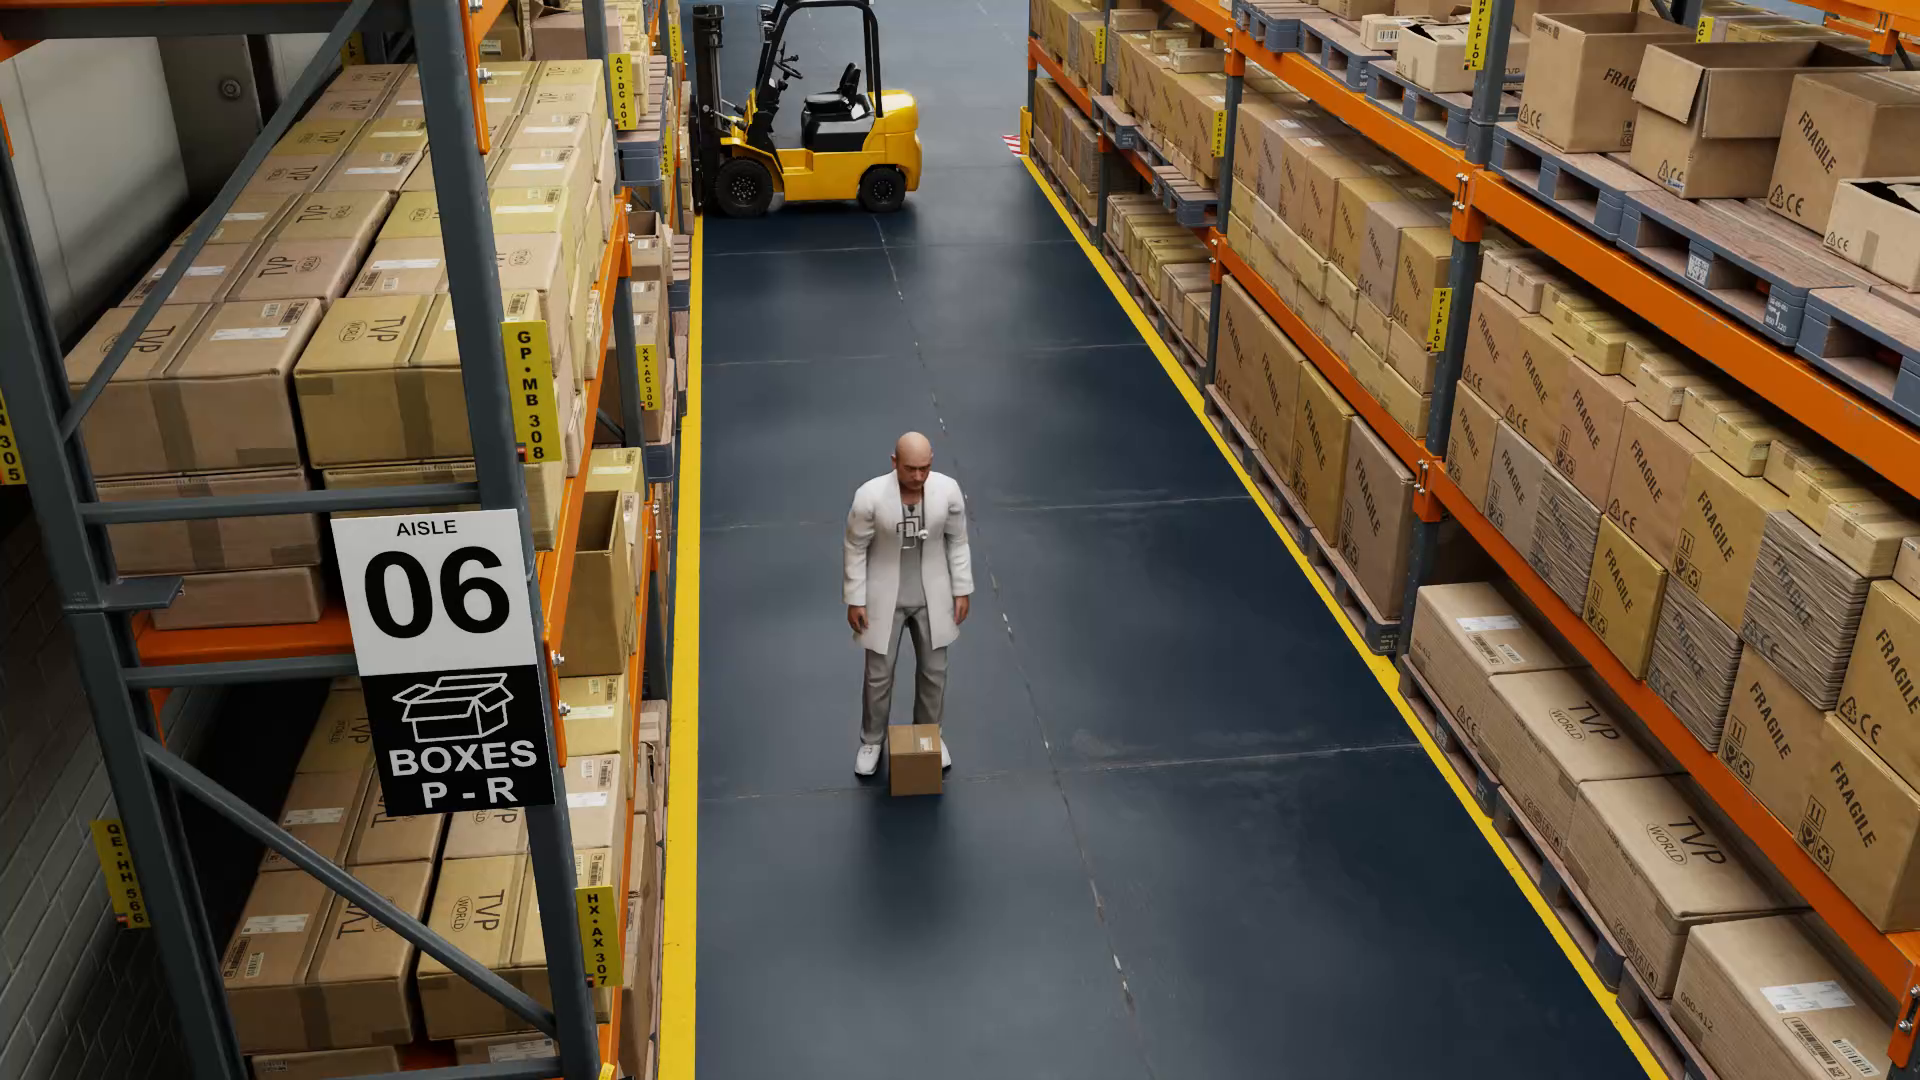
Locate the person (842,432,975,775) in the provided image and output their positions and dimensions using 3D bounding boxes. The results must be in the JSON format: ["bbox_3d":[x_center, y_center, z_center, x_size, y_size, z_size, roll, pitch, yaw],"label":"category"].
[{"bbox_3d":[-0.247,0.288,8.065,0.650,1.773,0.429,-5,27,-10],"label":"person"}]
